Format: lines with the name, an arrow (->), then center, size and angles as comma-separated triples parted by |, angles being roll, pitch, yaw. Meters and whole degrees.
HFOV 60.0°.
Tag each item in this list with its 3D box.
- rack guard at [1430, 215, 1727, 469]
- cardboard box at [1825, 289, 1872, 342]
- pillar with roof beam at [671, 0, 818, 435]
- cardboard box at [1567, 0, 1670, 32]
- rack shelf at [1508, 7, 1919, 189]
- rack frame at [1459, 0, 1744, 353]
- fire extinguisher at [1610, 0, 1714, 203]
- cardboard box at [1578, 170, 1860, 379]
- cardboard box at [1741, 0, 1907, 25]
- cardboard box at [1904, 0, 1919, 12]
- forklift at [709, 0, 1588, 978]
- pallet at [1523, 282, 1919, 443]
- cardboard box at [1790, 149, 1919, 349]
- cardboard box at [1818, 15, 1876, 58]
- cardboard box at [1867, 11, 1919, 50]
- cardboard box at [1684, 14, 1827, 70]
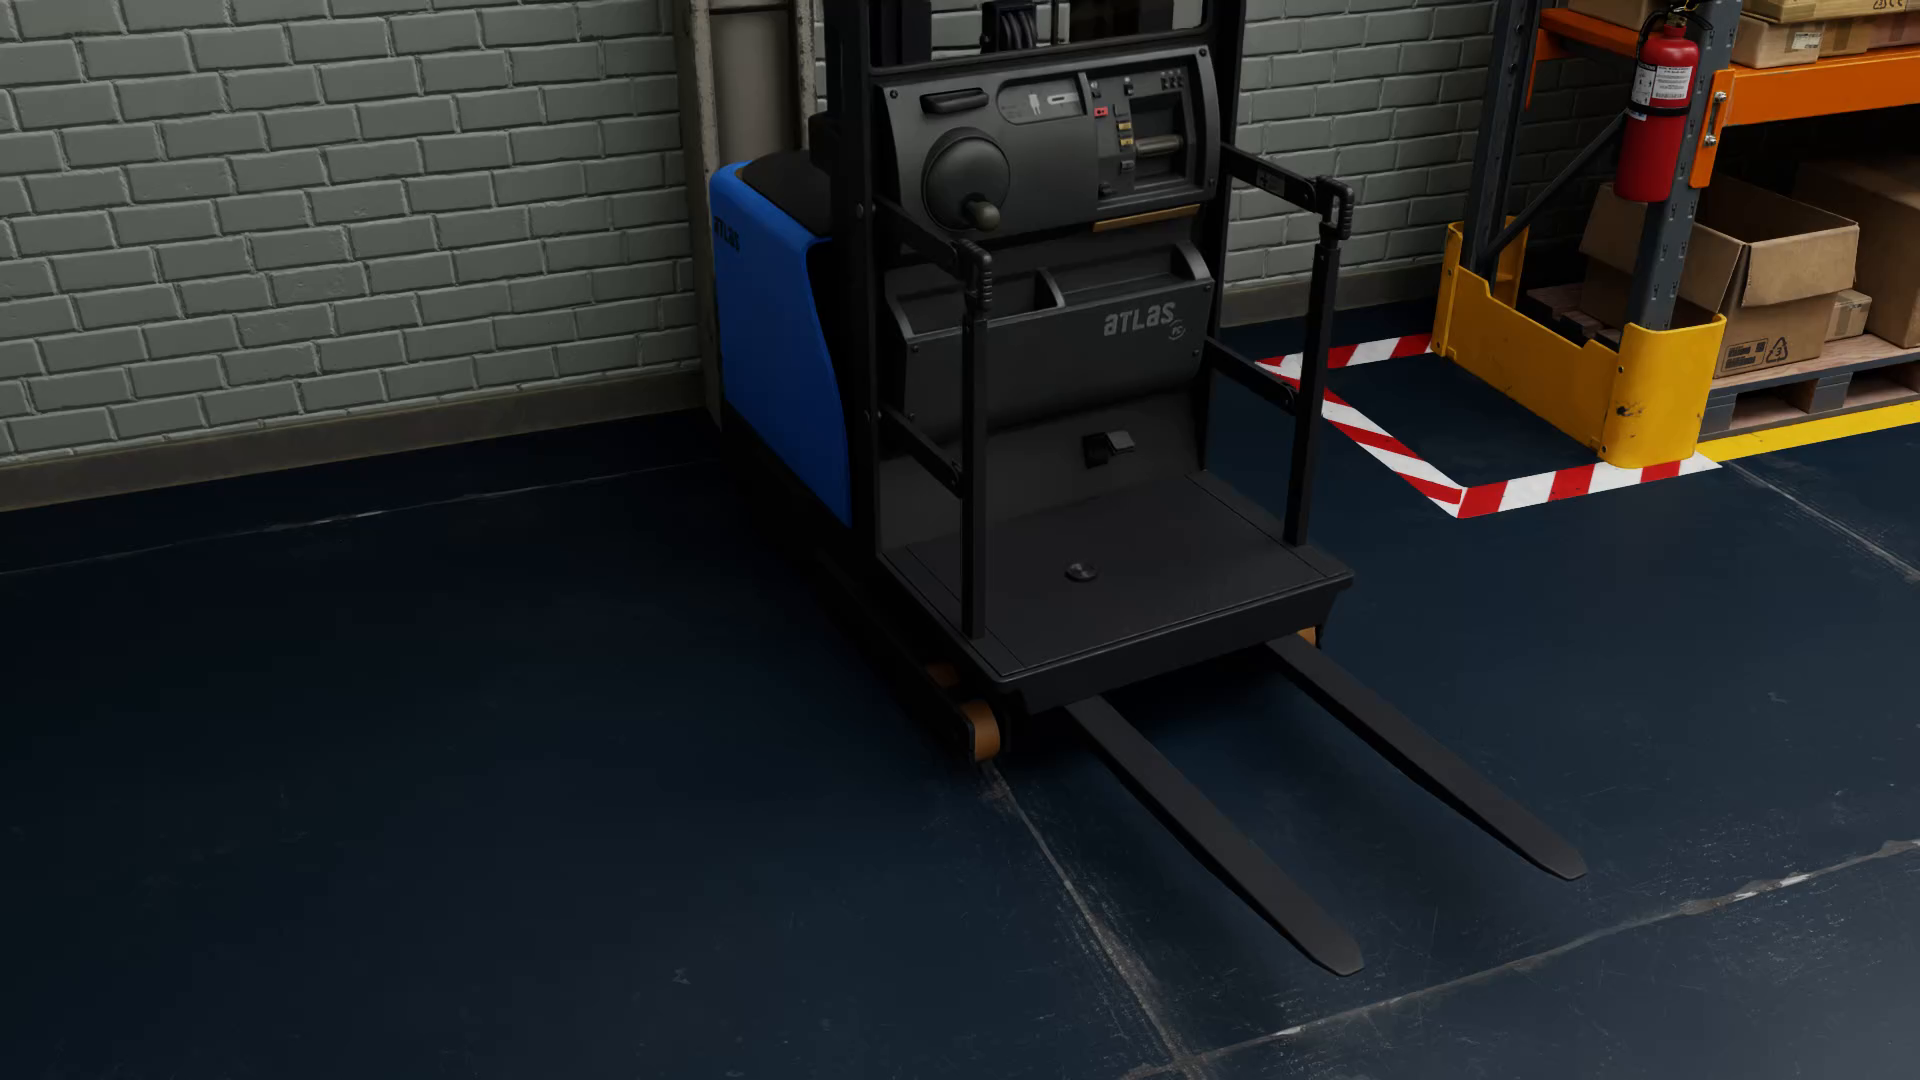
rack guard -> 2.207, -0.750, 6.062 | 0.348, 0.500, 1.175 | -10, 31, -18
cardboard box -> 3.154, -0.884, 6.227 | 0.250, 0.149, 0.380 | -12, 32, -20
pillar with roof beam -> 0.796, -2.386, 0.347 | 0.400, 9.000, 9.100 | -10, 31, -18
cardboard box -> 2.353, -1.896, 5.802 | 0.250, 0.149, 0.380 | -11, 31, -18
rack shelf -> 4.010, -1.856, 6.204 | 4.000, 0.370, 1.077 | -10, 31, -18
rack frame -> 2.136, -1.823, 5.420 | 0.127, 3.000, 1.000 | -10, 31, -18
fire extinguisher -> 2.159, -1.388, 5.111 | 0.183, 0.674, 0.296 | -10, 31, -18
cardboard box -> 2.742, -0.983, 6.043 | 0.637, 0.503, 0.797 | -12, 32, -20
cardboard box -> 2.655, -1.841, 5.302 | 0.500, 0.250, 0.500 | -10, 31, -17
cardboard box -> 3.127, -1.928, 5.455 | 0.500, 0.250, 0.500 | -10, 31, -17
forklift -> 0.346, -0.957, 3.969 | 1.130, 2.935, 3.031 | -15, 33, -24
pallet -> 2.954, -0.763, 6.376 | 1.213, 0.211, 1.003 | -10, 31, -18
cardboard box -> 3.557, -1.111, 6.271 | 0.500, 0.500, 0.700 | -9, 31, -16
cardboard box -> 2.762, -1.709, 5.473 | 0.250, 0.149, 0.380 | -10, 31, -16
cardboard box -> 2.996, -1.771, 5.581 | 0.250, 0.149, 0.380 | -11, 31, -18
cardboard box -> 2.540, -1.644, 5.359 | 0.250, 0.149, 0.380 | -11, 31, -18
